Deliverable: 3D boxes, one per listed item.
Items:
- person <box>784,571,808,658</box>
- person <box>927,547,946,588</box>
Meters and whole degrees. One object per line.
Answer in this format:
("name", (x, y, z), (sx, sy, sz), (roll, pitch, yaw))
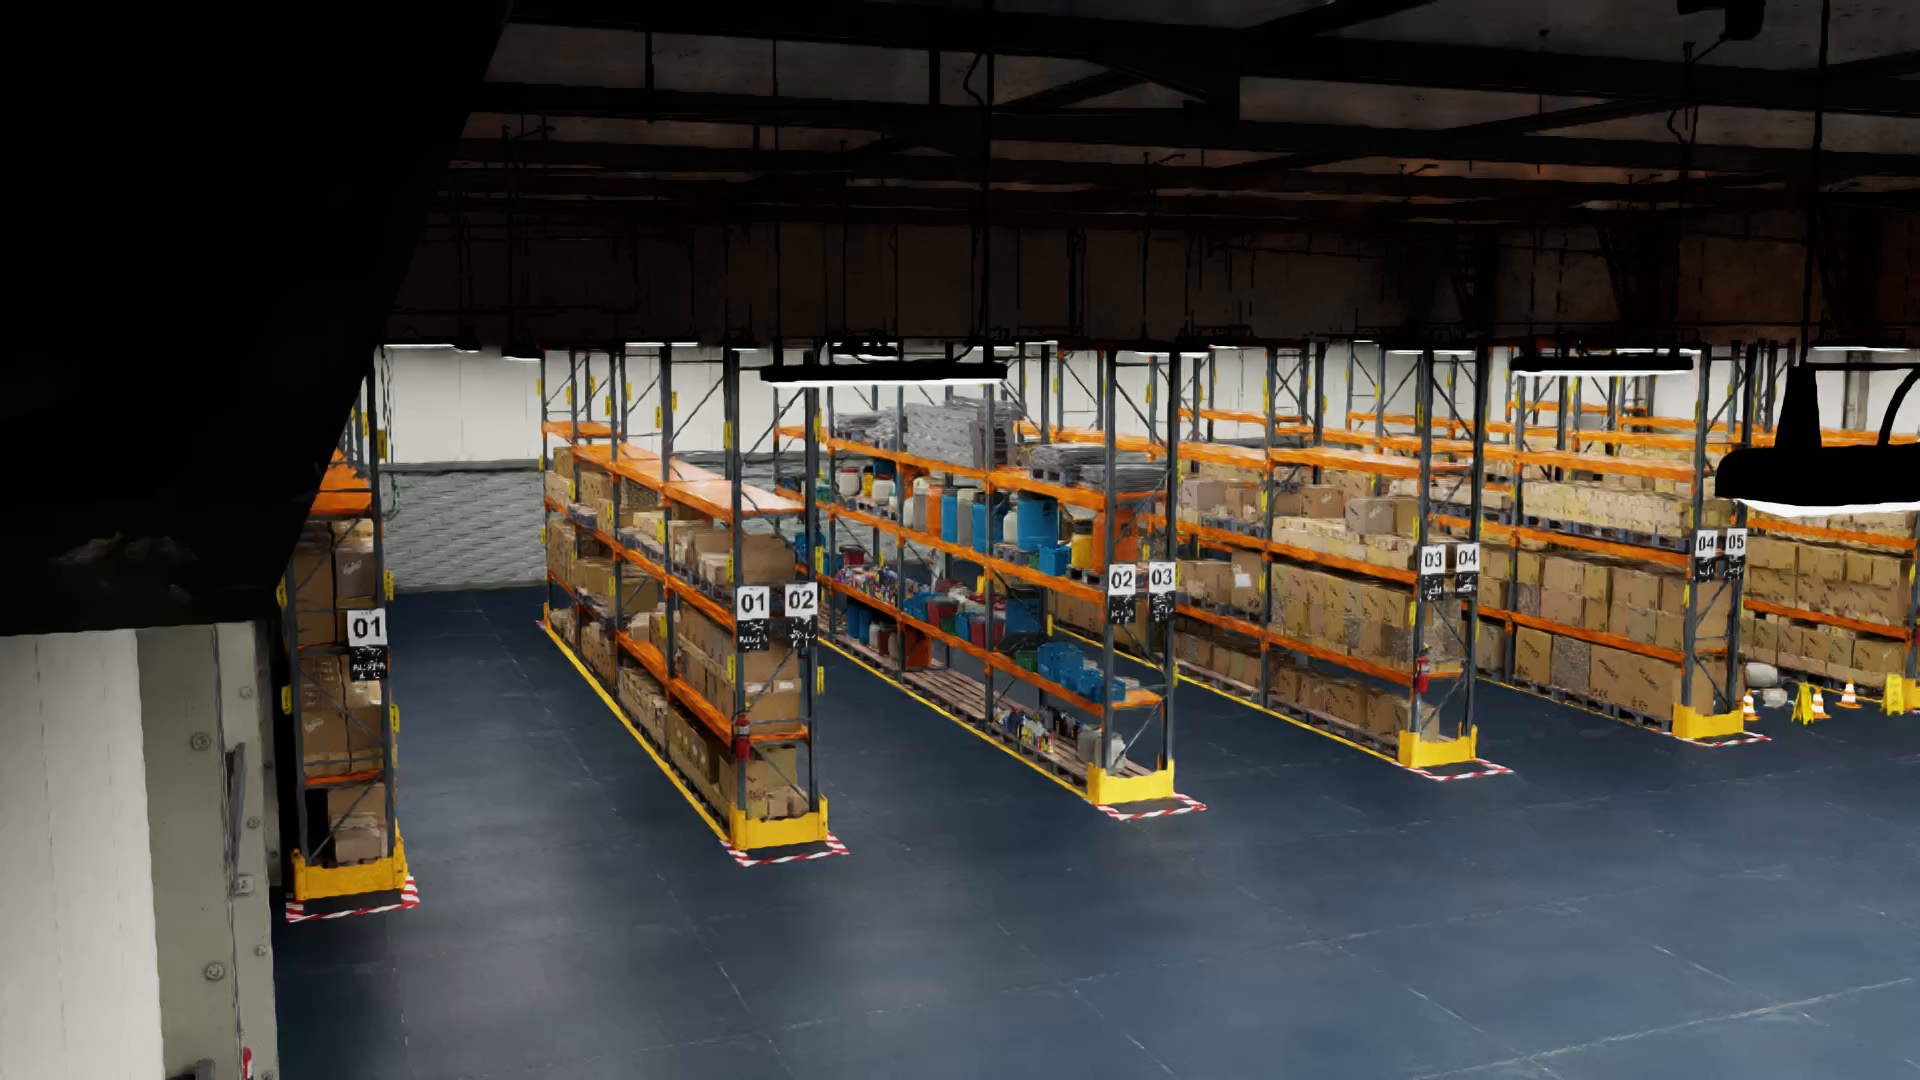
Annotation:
("person", (-3.127, 1.405, 31.626), (0.530, 1.639, 0.429), (5, 9, 36))
("person", (-0.477, 0.644, 37.651), (0.580, 1.618, 0.507), (-3, 8, -24))
